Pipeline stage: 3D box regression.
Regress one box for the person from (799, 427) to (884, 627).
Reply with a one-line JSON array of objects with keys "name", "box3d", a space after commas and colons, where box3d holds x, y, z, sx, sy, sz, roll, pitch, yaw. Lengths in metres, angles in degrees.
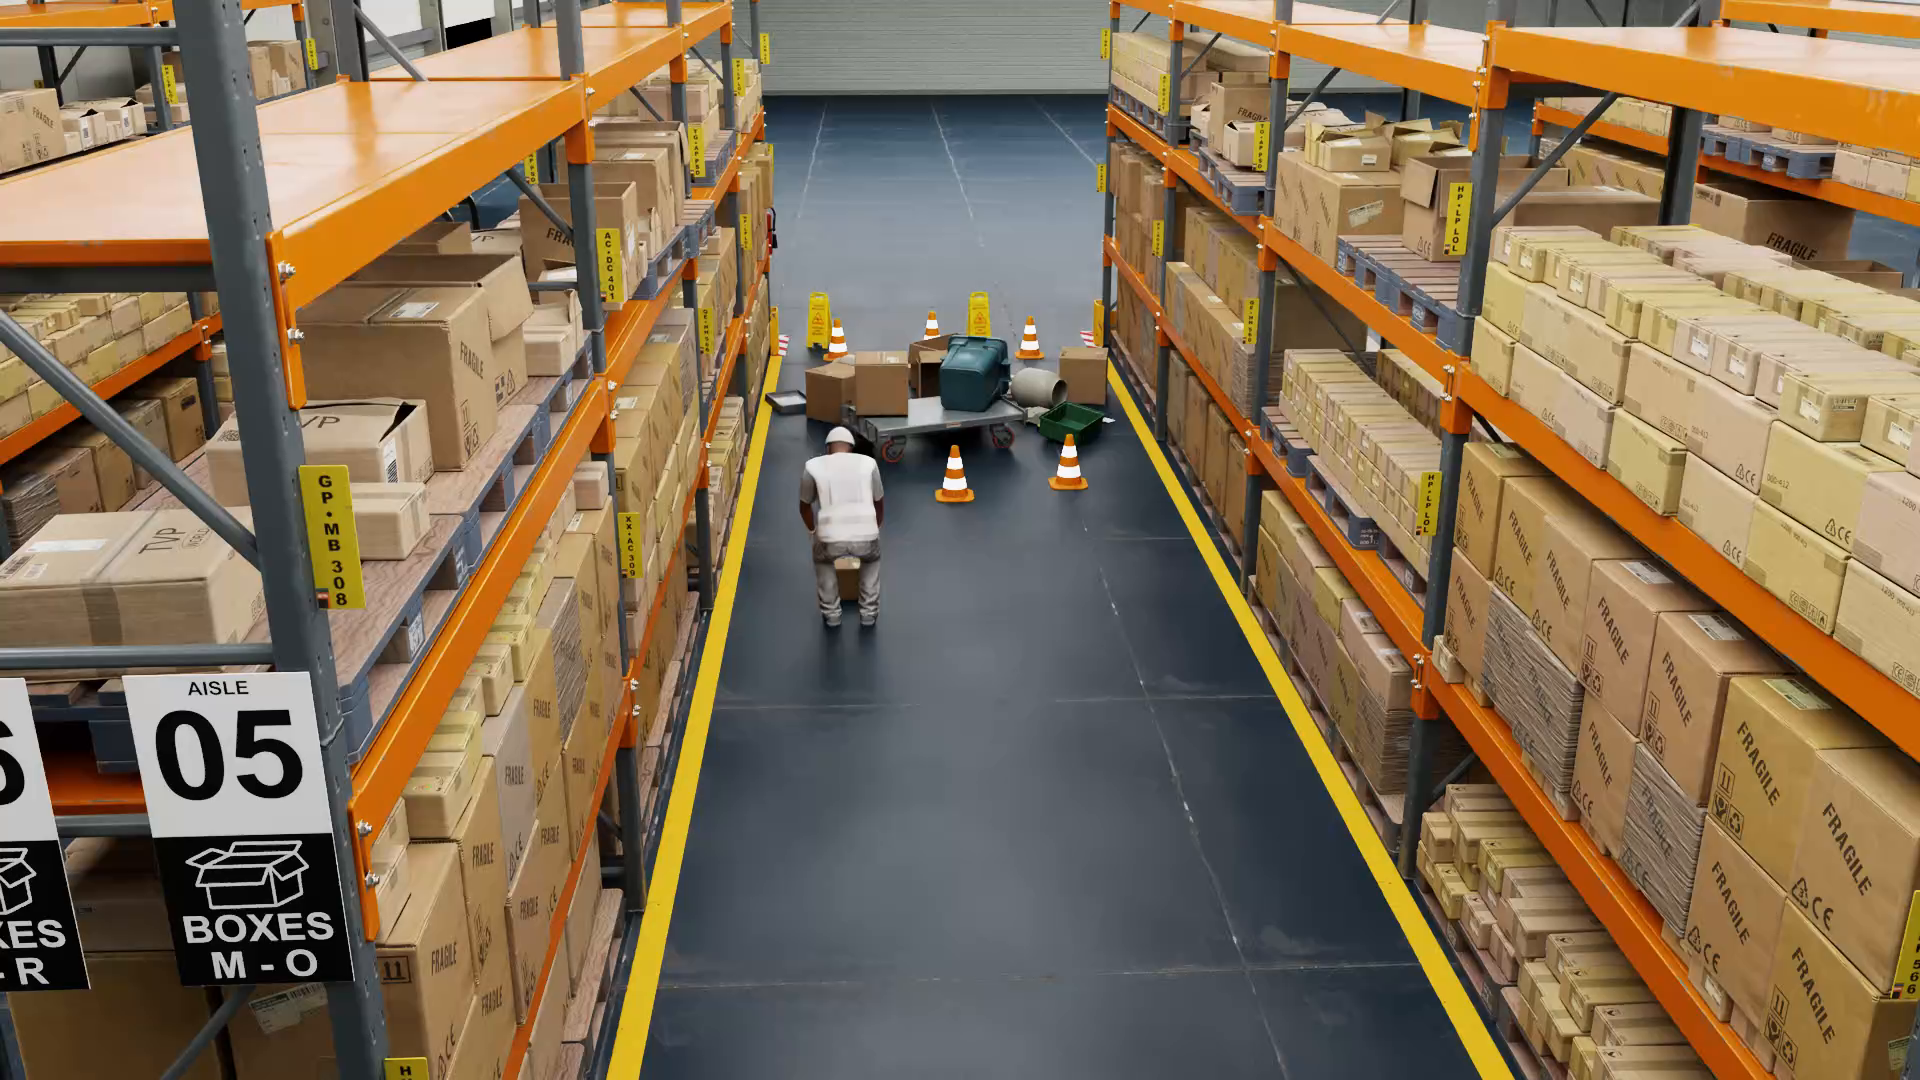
[{"name": "person", "box3d": [-0.845, -0.079, 11.892, 0.612, 1.349, 0.803, -1, 20, -3]}]
